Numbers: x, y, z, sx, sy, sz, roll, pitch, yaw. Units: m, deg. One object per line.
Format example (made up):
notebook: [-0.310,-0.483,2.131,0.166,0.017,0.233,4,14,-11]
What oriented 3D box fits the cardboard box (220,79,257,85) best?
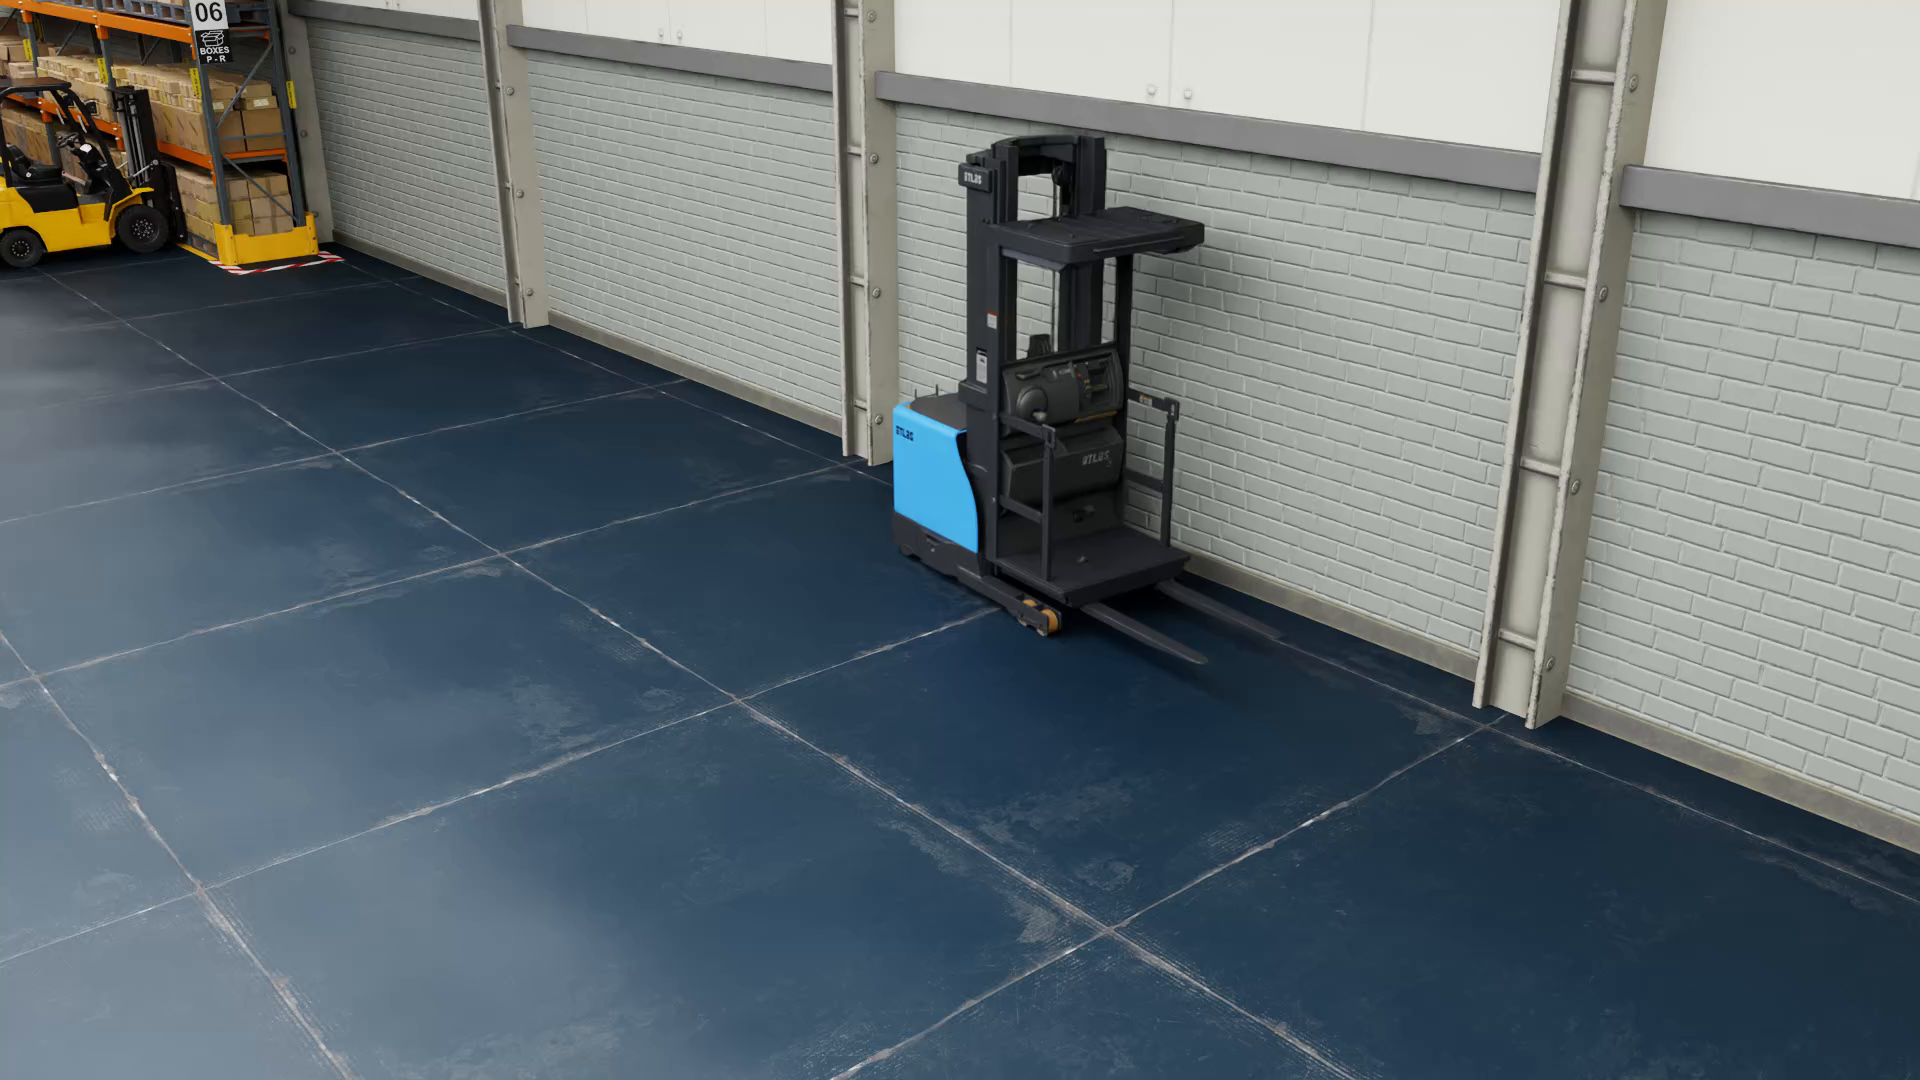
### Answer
cardboard box: [-9.177,-5.776,21.183,0.380,0.149,0.250,-17,27,-36]

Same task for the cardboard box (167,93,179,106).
cardboard box: [-9.905,-5.656,21.286,0.380,0.149,0.250,-19,28,-39]

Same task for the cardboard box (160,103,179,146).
cardboard box: [-9.978,-5.402,21.526,0.500,0.500,0.500,-18,28,-38]

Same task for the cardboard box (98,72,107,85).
cardboard box: [-11.975,-6.557,23.586,0.380,0.149,0.250,-18,28,-38]

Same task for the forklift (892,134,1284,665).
forklift: [0.785,-0.963,10.423,1.130,2.935,3.031,-15,26,-33]

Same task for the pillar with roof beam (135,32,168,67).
pillar with roof beam: [-15.741,-8.828,22.185,9.100,9.000,0.400,-17,27,-37]

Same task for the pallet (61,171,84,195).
pallet: [-13.505,-5.670,26.171,1.003,0.211,1.213,-17,27,-37]

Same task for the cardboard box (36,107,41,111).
cardboard box: [-15.824,-7.475,28.917,0.380,0.149,0.250,-17,27,-37]

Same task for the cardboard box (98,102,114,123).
cardboard box: [-11.929,-6.107,23.670,0.500,0.250,0.500,-17,27,-36]

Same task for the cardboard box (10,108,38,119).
cardboard box: [-15.987,-7.283,28.428,0.380,0.149,0.250,-18,28,-38]

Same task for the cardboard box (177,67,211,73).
cardboard box: [-10.439,-6.368,22.694,0.380,0.149,0.250,-18,28,-38]

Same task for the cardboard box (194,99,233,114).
cardboard box: [-9.230,-5.373,20.562,0.380,0.149,0.250,-17,27,-37]

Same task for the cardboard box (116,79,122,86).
cardboard box: [-11.393,-6.298,22.925,0.380,0.149,0.250,-18,28,-38]

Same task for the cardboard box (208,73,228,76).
cardboard box: [-9.836,-6.060,21.909,0.380,0.149,0.250,-17,27,-37]

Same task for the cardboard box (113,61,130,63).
cardboard box: [-12.631,-7.093,24.953,0.380,0.149,0.250,-16,27,-36]

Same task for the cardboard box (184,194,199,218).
cardboard box: [-9.665,-4.344,21.472,0.500,0.250,0.500,-18,28,-38]

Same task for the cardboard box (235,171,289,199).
cardboard box: [-8.961,-4.554,21.321,0.500,0.250,0.500,-18,28,-38]

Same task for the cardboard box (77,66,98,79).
cardboard box: [-12.650,-6.836,24.299,0.380,0.149,0.250,-17,27,-37]

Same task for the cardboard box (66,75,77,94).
cardboard box: [-12.902,-6.765,24.663,0.500,0.250,0.500,-17,27,-37]

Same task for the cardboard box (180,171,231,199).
cardboard box: [-9.666,-4.569,21.359,0.500,0.250,0.500,-17,27,-36]

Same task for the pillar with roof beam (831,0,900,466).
pillar with roof beam: [-3.991,-3.855,9.488,9.100,9.000,0.400,-17,27,-37]

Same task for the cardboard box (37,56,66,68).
cardboard box: [-14.028,-7.396,25.727,0.380,0.149,0.250,-16,27,-36]

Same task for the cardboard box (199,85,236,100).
cardboard box: [-9.184,-5.531,20.558,0.380,0.149,0.250,-17,27,-37]

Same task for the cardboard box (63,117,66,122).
cardboard box: [-14.808,-7.044,27.819,0.380,0.149,0.250,-18,28,-39]

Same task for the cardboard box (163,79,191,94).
cardboard box: [-9.921,-5.790,21.218,0.380,0.149,0.250,-17,27,-36]

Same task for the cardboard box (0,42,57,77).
cardboard box: [-15.219,-7.856,27.211,0.797,0.503,0.637,-18,28,-39]

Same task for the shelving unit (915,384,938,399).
shelving unit: [-0.170,-0.575,12.013,0.215,1.050,0.252,-15,26,-33]

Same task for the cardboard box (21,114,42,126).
cardboard box: [-15.372,-6.988,27.675,0.380,0.149,0.250,-19,28,-40]

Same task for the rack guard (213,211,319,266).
rack guard: [-8.775,-3.825,21.063,1.175,0.500,0.348,-17,27,-37]

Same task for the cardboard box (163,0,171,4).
cardboard box: [-9.562,-6.673,20.428,0.380,0.149,0.250,-18,28,-39]

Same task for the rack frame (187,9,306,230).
rack frame: [-8.791,-4.995,20.624,1.000,3.000,0.127,-17,27,-37]

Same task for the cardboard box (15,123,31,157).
cardboard box: [-15.467,-6.726,27.896,0.500,0.500,0.500,-19,28,-39]

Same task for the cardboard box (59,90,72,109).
cardboard box: [-13.242,-6.674,25.116,0.500,0.250,0.500,-19,28,-39]

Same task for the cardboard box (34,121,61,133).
cardboard box: [-14.729,-6.683,26.896,0.380,0.149,0.250,-19,28,-40]

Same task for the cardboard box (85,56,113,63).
cardboard box: [-13.269,-7.380,25.688,0.380,0.149,0.250,-17,27,-37]

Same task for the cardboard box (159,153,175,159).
cardboard box: [-10.998,-5.129,22.789,0.500,0.250,0.500,-17,27,-37]

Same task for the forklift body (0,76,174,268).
forklift body: [-11.411,-4.689,21.008,2.313,2.155,1.214,-17,27,-37]

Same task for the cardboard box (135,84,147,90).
cardboard box: [-10.757,-6.003,22.171,0.380,0.149,0.250,-18,28,-38]

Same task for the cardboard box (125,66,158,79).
cardboard box: [-11.166,-6.382,22.731,0.380,0.149,0.250,-17,27,-37]

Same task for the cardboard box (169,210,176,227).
cardboard box: [-10.330,-4.383,22.256,0.500,0.250,0.500,-16,27,-36]

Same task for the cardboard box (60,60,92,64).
cardboard box: [-13.299,-7.126,25.038,0.380,0.149,0.250,-17,27,-37]

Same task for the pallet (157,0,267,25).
pallet: [-9.233,-6.552,20.608,1.003,0.211,1.213,-17,27,-37]

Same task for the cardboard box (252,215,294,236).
cardboard box: [-8.963,-4.093,21.514,0.500,0.250,0.500,-17,27,-37]

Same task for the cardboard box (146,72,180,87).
cardboard box: [-10.518,-6.092,21.989,0.380,0.149,0.250,-18,27,-38]

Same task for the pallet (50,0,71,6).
pallet: [-12.770,-8.040,24.543,1.003,0.211,1.213,-16,26,-35]

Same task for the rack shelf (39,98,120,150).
rack shelf: [-12.707,-6.318,24.988,1.077,0.370,4.000,-17,27,-37]

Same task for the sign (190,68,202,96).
sign: [-9.211,-5.519,20.050,0.100,0.325,0.005,-17,27,-37]

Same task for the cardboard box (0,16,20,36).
cardboard box: [-17.394,-9.203,30.137,0.500,0.500,0.500,-18,28,-39]

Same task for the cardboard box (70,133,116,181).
cardboard box: [-13.184,-5.941,25.719,0.875,0.625,0.625,-16,27,-36]
